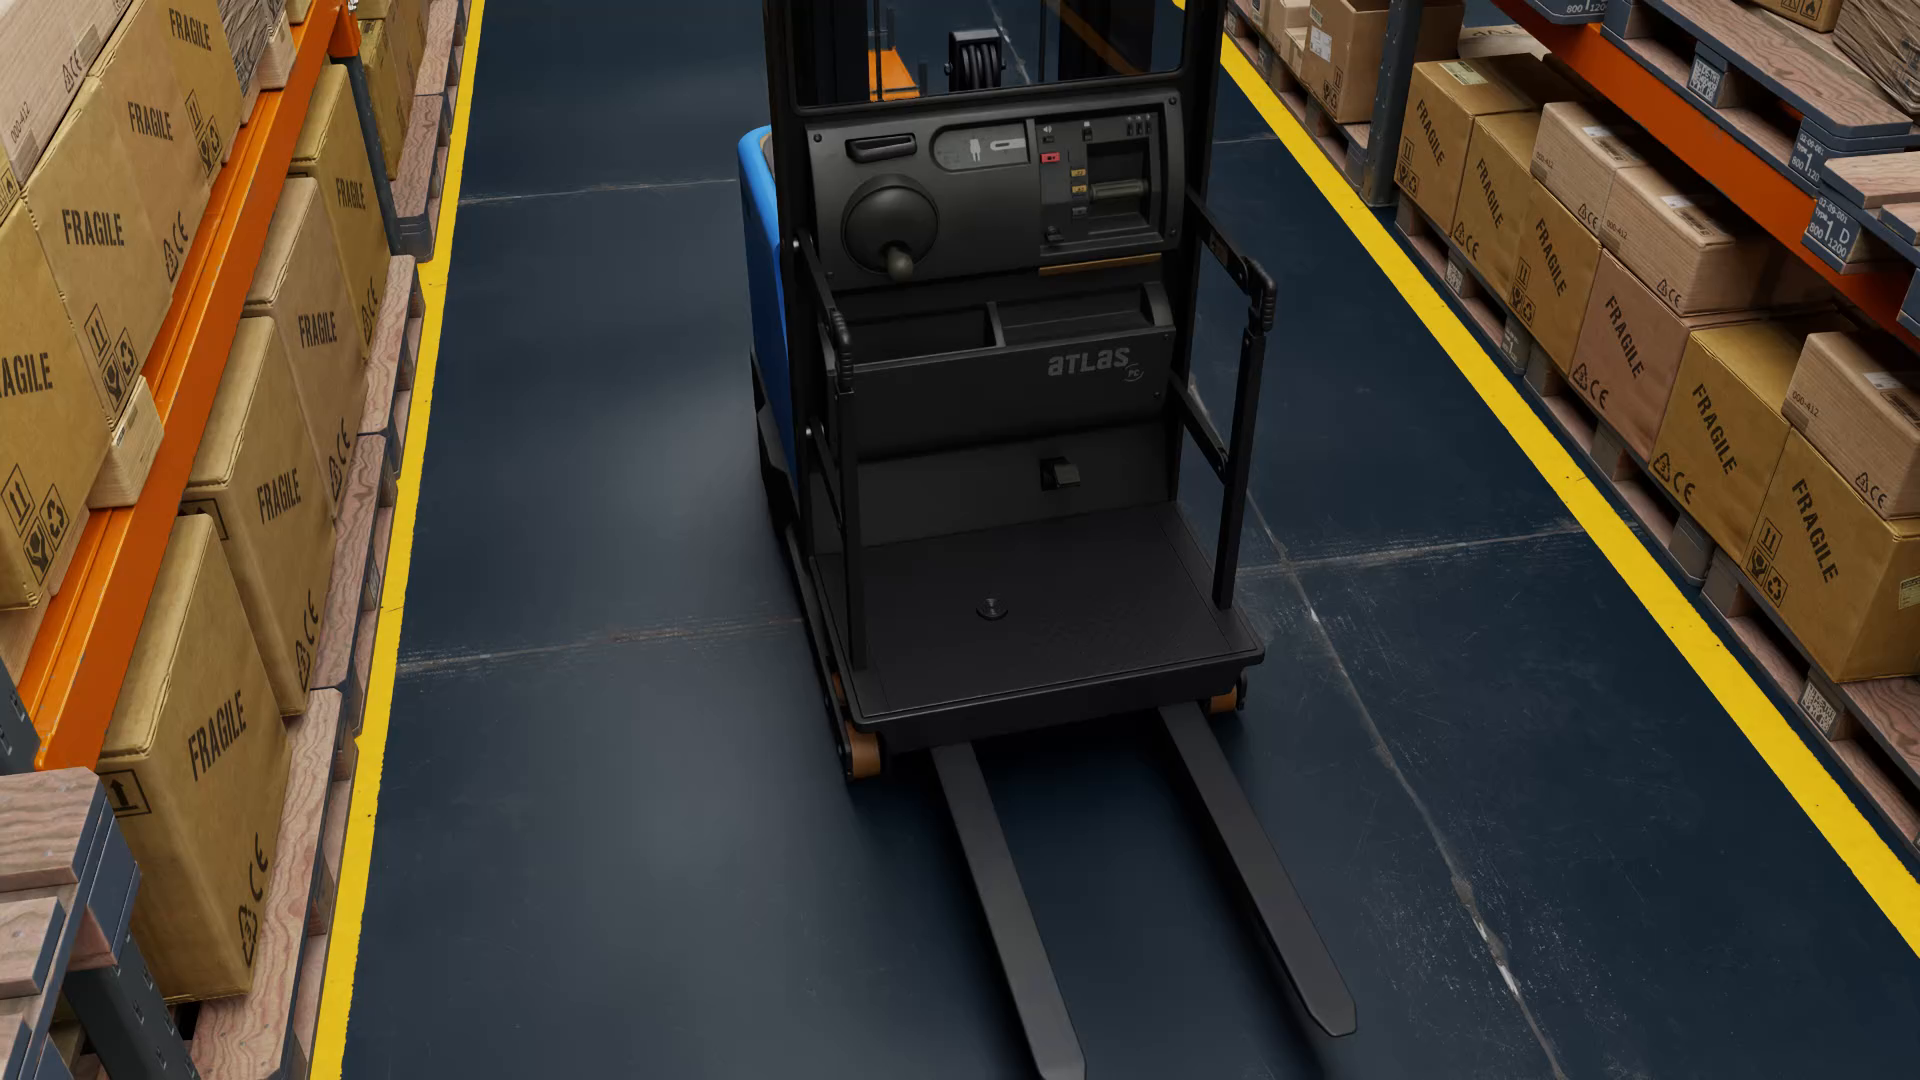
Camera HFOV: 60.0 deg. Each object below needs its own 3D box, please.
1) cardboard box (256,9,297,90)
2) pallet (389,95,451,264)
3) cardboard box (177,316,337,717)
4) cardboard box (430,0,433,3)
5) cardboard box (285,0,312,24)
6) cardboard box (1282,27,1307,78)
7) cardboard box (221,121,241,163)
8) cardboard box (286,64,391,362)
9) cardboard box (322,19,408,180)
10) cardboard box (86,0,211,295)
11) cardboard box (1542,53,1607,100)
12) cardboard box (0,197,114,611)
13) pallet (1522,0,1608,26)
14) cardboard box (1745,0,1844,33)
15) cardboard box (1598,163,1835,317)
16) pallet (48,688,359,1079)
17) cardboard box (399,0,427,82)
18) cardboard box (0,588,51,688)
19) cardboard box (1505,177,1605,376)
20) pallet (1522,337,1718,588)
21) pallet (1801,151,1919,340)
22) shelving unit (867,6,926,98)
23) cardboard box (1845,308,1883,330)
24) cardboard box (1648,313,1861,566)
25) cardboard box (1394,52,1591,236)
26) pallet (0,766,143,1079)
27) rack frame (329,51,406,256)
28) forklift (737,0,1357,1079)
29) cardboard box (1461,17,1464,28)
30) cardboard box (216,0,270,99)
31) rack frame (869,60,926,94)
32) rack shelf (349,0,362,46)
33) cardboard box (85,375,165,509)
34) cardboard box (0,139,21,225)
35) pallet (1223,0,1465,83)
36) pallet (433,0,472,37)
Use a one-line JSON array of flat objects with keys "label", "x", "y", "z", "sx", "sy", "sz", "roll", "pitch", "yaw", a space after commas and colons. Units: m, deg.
[{"label": "cardboard box", "x": -2.149, "y": -1.412, "z": 4.811, "sx": 0.380, "sy": 0.149, "sz": 0.250, "roll": -6, "pitch": 38, "yaw": -8}, {"label": "pallet", "x": -2.716, "y": -1.508, "z": 7.019, "sx": 1.003, "sy": 0.211, "sz": 1.213, "roll": -6, "pitch": 38, "yaw": -8}, {"label": "cardboard box", "x": -2.106, "y": -0.030, "z": 4.254, "sx": 0.750, "sy": 0.750, "sz": 0.750, "roll": -6, "pitch": 38, "yaw": -8}, {"label": "cardboard box", "x": -3.052, "y": -3.022, "z": 8.390, "sx": 0.700, "sy": 0.500, "sz": 0.500, "roll": -6, "pitch": 38, "yaw": -8}, {"label": "cardboard box", "x": -2.254, "y": -1.727, "z": 5.216, "sx": 0.380, "sy": 0.149, "sz": 0.250, "roll": -6, "pitch": 38, "yaw": -7}, {"label": "cardboard box", "x": 1.712, "y": -2.258, "z": 7.677, "sx": 0.380, "sy": 0.149, "sz": 0.250, "roll": -6, "pitch": 38, "yaw": -8}, {"label": "cardboard box", "x": -2.142, "y": -1.104, "z": 4.415, "sx": 0.380, "sy": 0.149, "sz": 0.250, "roll": -7, "pitch": 38, "yaw": -9}, {"label": "cardboard box", "x": -2.418, "y": -1.080, "z": 5.605, "sx": 0.750, "sy": 0.750, "sz": 0.750, "roll": -6, "pitch": 38, "yaw": -7}, {"label": "cardboard box", "x": -2.690, "y": -1.783, "z": 6.795, "sx": 0.700, "sy": 0.500, "sz": 0.500, "roll": -6, "pitch": 38, "yaw": -7}, {"label": "cardboard box", "x": -1.960, "y": -0.828, "z": 3.531, "sx": 0.500, "sy": 0.500, "sz": 0.500, "roll": -6, "pitch": 38, "yaw": -8}, {"label": "cardboard box", "x": 2.585, "y": -1.596, "z": 6.538, "sx": 0.500, "sy": 0.500, "sz": 0.500, "roll": -6, "pitch": 38, "yaw": -8}, {"label": "cardboard box", "x": -1.792, "y": -0.211, "z": 2.737, "sx": 0.500, "sy": 0.500, "sz": 0.500, "roll": -5, "pitch": 38, "yaw": -7}, {"label": "pallet", "x": 2.249, "y": -2.106, "z": 5.673, "sx": 1.003, "sy": 0.211, "sz": 1.213, "roll": -6, "pitch": 38, "yaw": -8}, {"label": "cardboard box", "x": 2.587, "y": -1.821, "z": 4.726, "sx": 0.700, "sy": 0.500, "sz": 0.500, "roll": -16, "pitch": 41, "yaw": -19}, {"label": "cardboard box", "x": 2.325, "y": -0.934, "z": 5.075, "sx": 0.500, "sy": 0.250, "sz": 0.500, "roll": -7, "pitch": 38, "yaw": -9}, {"label": "pallet", "x": -2.023, "y": 0.891, "z": 3.931, "sx": 1.003, "sy": 0.211, "sz": 1.213, "roll": -6, "pitch": 38, "yaw": -8}, {"label": "cardboard box", "x": -2.863, "y": -2.397, "z": 7.586, "sx": 0.700, "sy": 0.500, "sz": 0.500, "roll": -5, "pitch": 38, "yaw": -7}, {"label": "cardboard box", "x": -1.788, "y": 0.142, "z": 2.811, "sx": 0.380, "sy": 0.149, "sz": 0.250, "roll": -7, "pitch": 38, "yaw": -9}, {"label": "cardboard box", "x": 2.246, "y": -0.921, "z": 5.670, "sx": 0.500, "sy": 0.500, "sz": 0.500, "roll": -6, "pitch": 38, "yaw": -7}, {"label": "pallet", "x": 2.613, "y": -0.350, "z": 5.528, "sx": 1.003, "sy": 0.211, "sz": 1.213, "roll": -6, "pitch": 38, "yaw": -8}, {"label": "pallet", "x": 2.730, "y": -0.587, "z": 3.717, "sx": 1.213, "sy": 0.211, "sz": 1.003, "roll": -6, "pitch": 38, "yaw": -8}, {"label": "shelving unit", "x": -0.284, "y": -1.161, "z": 5.767, "sx": 0.258, "sy": 1.200, "sz": 0.503, "roll": -9, "pitch": 39, "yaw": -11}, {"label": "cardboard box", "x": 2.939, "y": -0.372, "z": 4.963, "sx": 0.500, "sy": 0.500, "sz": 0.500, "roll": -7, "pitch": 38, "yaw": -9}, {"label": "cardboard box", "x": 2.432, "y": -0.299, "z": 4.869, "sx": 0.500, "sy": 0.500, "sz": 0.500, "roll": -8, "pitch": 38, "yaw": -10}, {"label": "cardboard box", "x": 2.061, "y": -1.545, "z": 6.472, "sx": 0.500, "sy": 0.500, "sz": 0.500, "roll": -8, "pitch": 39, "yaw": -10}, {"label": "pallet", "x": -1.729, "y": 0.769, "z": 1.971, "sx": 1.213, "sy": 0.211, "sz": 1.003, "roll": -6, "pitch": 38, "yaw": -8}, {"label": "rack frame", "x": -2.660, "y": -2.141, "z": 5.562, "sx": 1.000, "sy": 3.000, "sz": 0.127, "roll": -6, "pitch": 38, "yaw": -8}, {"label": "forklift", "x": 0.153, "y": -0.786, "z": 3.873, "sx": 1.130, "sy": 2.935, "sz": 3.031, "roll": -9, "pitch": 39, "yaw": -11}, {"label": "cardboard box", "x": 2.194, "y": -2.530, "z": 8.012, "sx": 0.380, "sy": 0.166, "sz": 0.250, "roll": -6, "pitch": 38, "yaw": -8}, {"label": "cardboard box", "x": -2.152, "y": -1.443, "z": 4.322, "sx": 0.500, "sy": 0.500, "sz": 0.500, "roll": -6, "pitch": 38, "yaw": -8}, {"label": "rack frame", "x": -0.225, "y": -1.016, "z": 5.580, "sx": 0.240, "sy": 1.200, "sz": 0.015, "roll": -9, "pitch": 39, "yaw": -11}, {"label": "rack shelf", "x": -3.011, "y": -3.065, "z": 7.337, "sx": 1.077, "sy": 0.370, "sz": 4.000, "roll": -6, "pitch": 38, "yaw": -8}, {"label": "cardboard box", "x": -1.787, "y": -0.181, "z": 3.226, "sx": 0.380, "sy": 0.149, "sz": 0.250, "roll": -5, "pitch": 38, "yaw": -7}, {"label": "cardboard box", "x": -1.789, "y": -0.506, "z": 2.505, "sx": 0.500, "sy": 0.250, "sz": 0.500, "roll": -5, "pitch": 38, "yaw": -7}, {"label": "pallet", "x": 1.880, "y": -2.729, "z": 8.590, "sx": 1.003, "sy": 0.211, "sz": 1.213, "roll": -6, "pitch": 38, "yaw": -8}, {"label": "pallet", "x": -3.144, "y": -2.982, "z": 8.916, "sx": 1.003, "sy": 0.211, "sz": 1.213, "roll": -6, "pitch": 38, "yaw": -8}]
